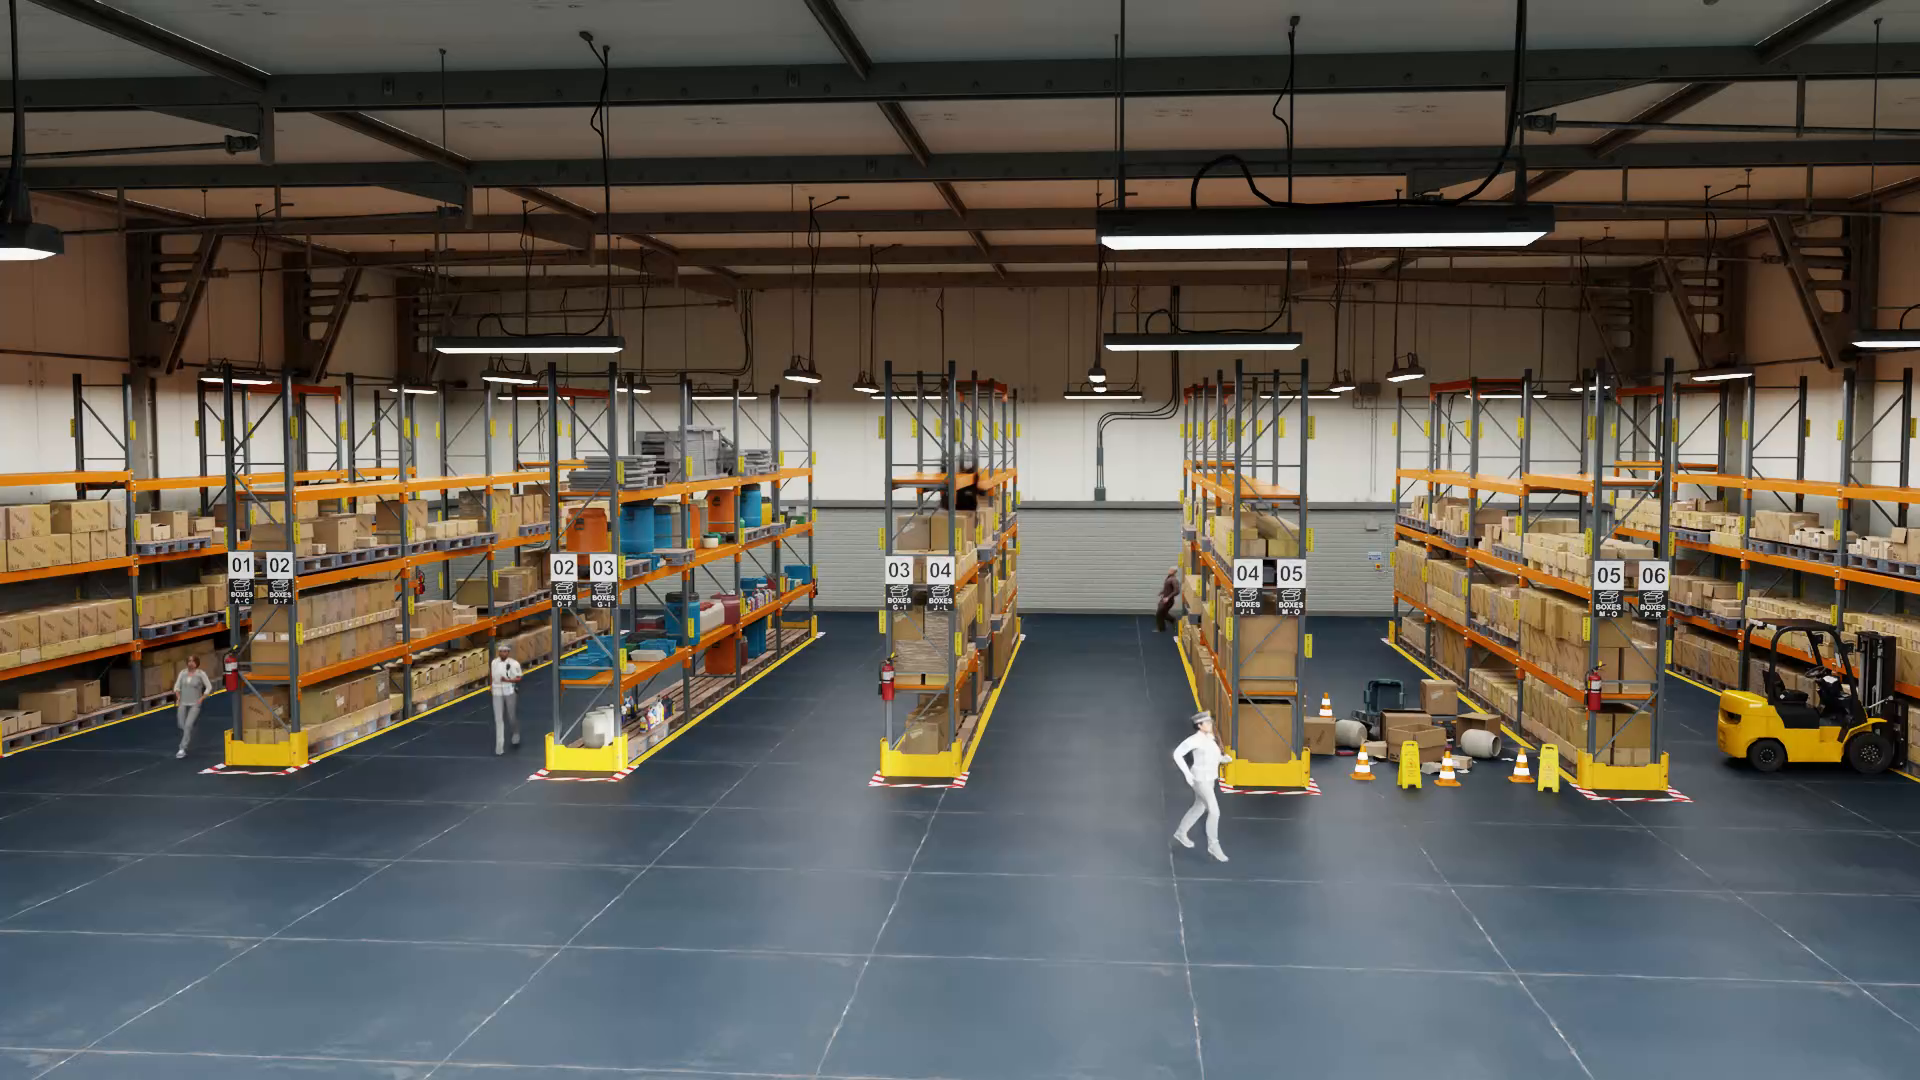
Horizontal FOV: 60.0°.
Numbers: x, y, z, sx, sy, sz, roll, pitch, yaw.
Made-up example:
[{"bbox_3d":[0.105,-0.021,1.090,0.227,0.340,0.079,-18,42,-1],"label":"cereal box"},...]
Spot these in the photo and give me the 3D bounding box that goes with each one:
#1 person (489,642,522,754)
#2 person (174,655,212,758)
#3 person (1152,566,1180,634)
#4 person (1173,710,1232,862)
[{"bbox_3d":[-7.096,2.423,25.977,0.567,1.697,0.915,0,4,-1],"label":"person"},{"bbox_3d":[-11.860,2.547,25.714,0.552,1.568,0.614,-1,4,-12],"label":"person"},{"bbox_3d":[5.068,1.477,40.738,0.687,1.682,0.775,0,4,3],"label":"person"},{"bbox_3d":[2.848,2.864,19.559,0.769,1.747,0.589,3,5,35],"label":"person"}]
